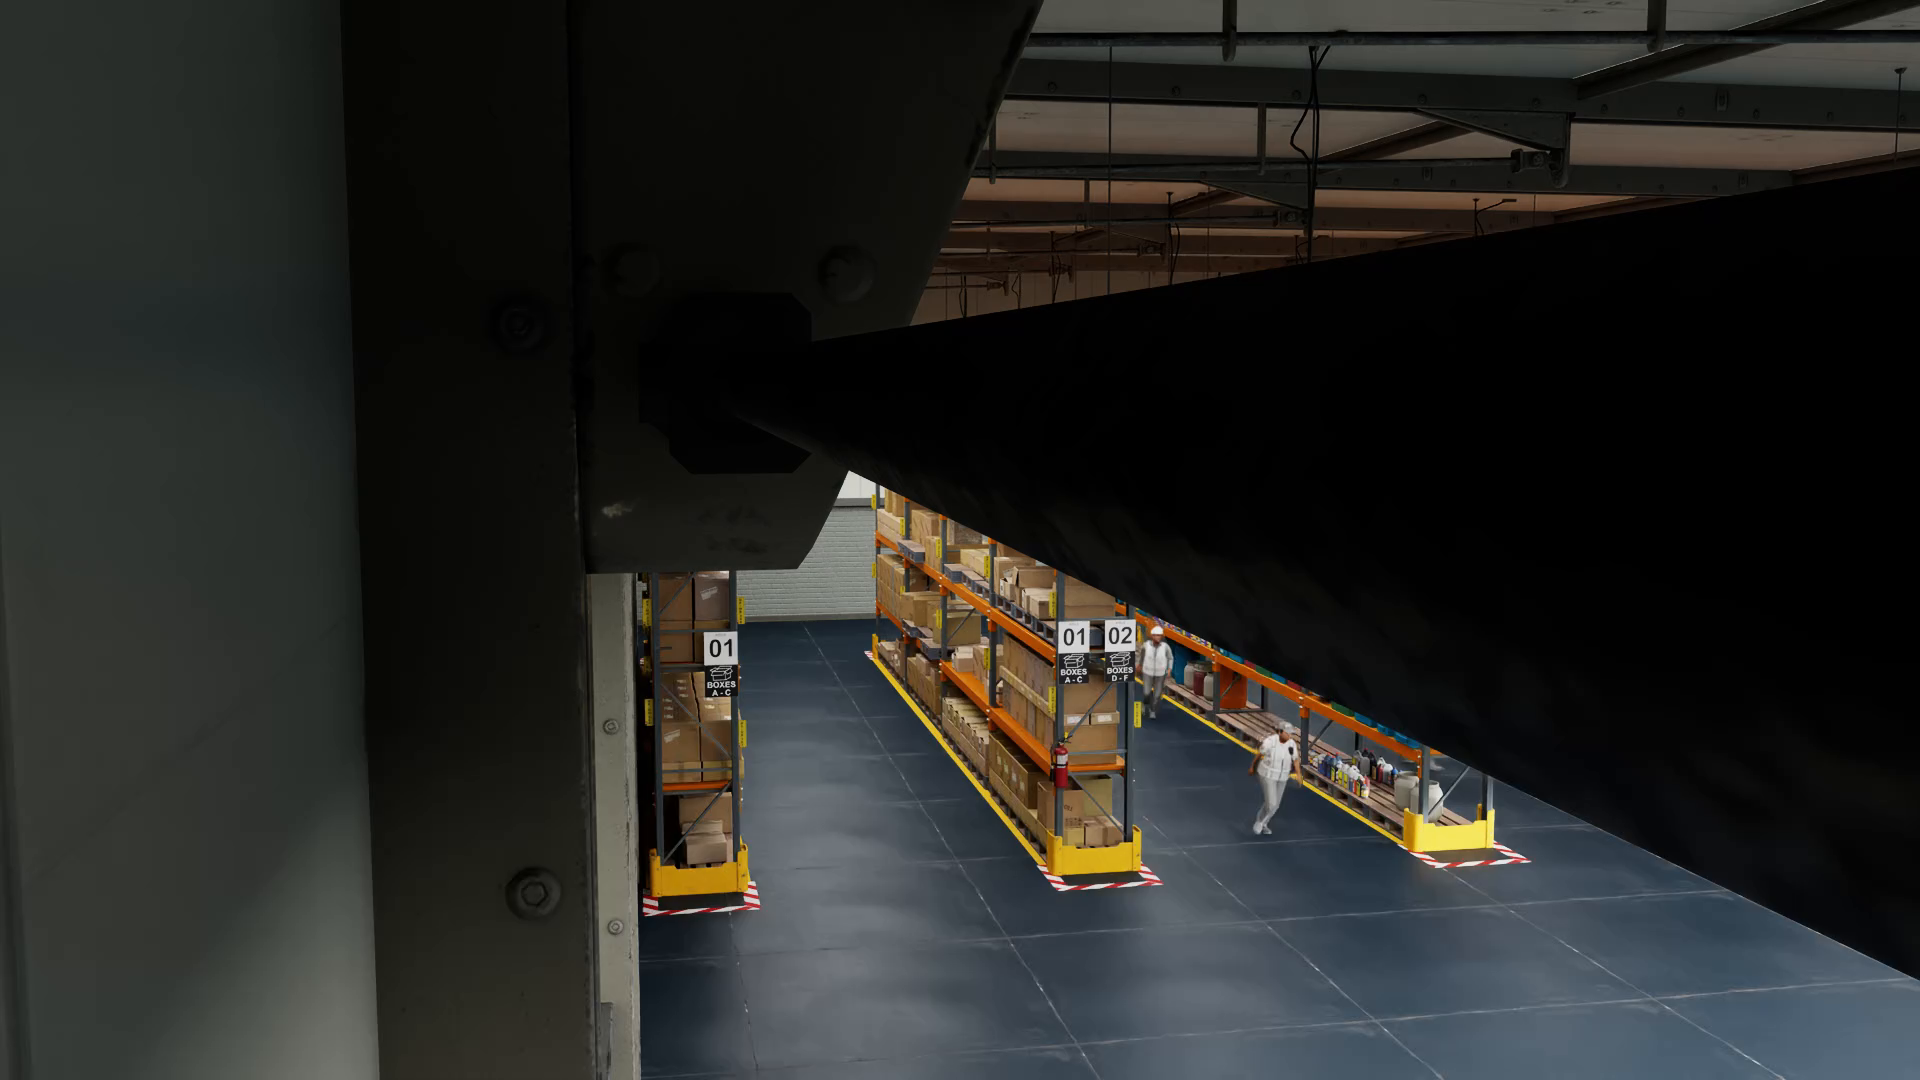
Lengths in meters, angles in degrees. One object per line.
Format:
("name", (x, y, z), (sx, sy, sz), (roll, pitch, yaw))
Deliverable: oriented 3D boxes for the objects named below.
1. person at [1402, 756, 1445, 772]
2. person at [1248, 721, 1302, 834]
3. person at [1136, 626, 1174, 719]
("person", (7.482, 2.809, 26.389), (0.863, 1.664, 0.675), (2, 6, 20))
("person", (4.282, 3.222, 22.520), (0.594, 1.607, 0.696), (-2, 6, -20))
("person", (3.510, 2.396, 29.935), (0.677, 1.723, 0.768), (1, 6, 6))
